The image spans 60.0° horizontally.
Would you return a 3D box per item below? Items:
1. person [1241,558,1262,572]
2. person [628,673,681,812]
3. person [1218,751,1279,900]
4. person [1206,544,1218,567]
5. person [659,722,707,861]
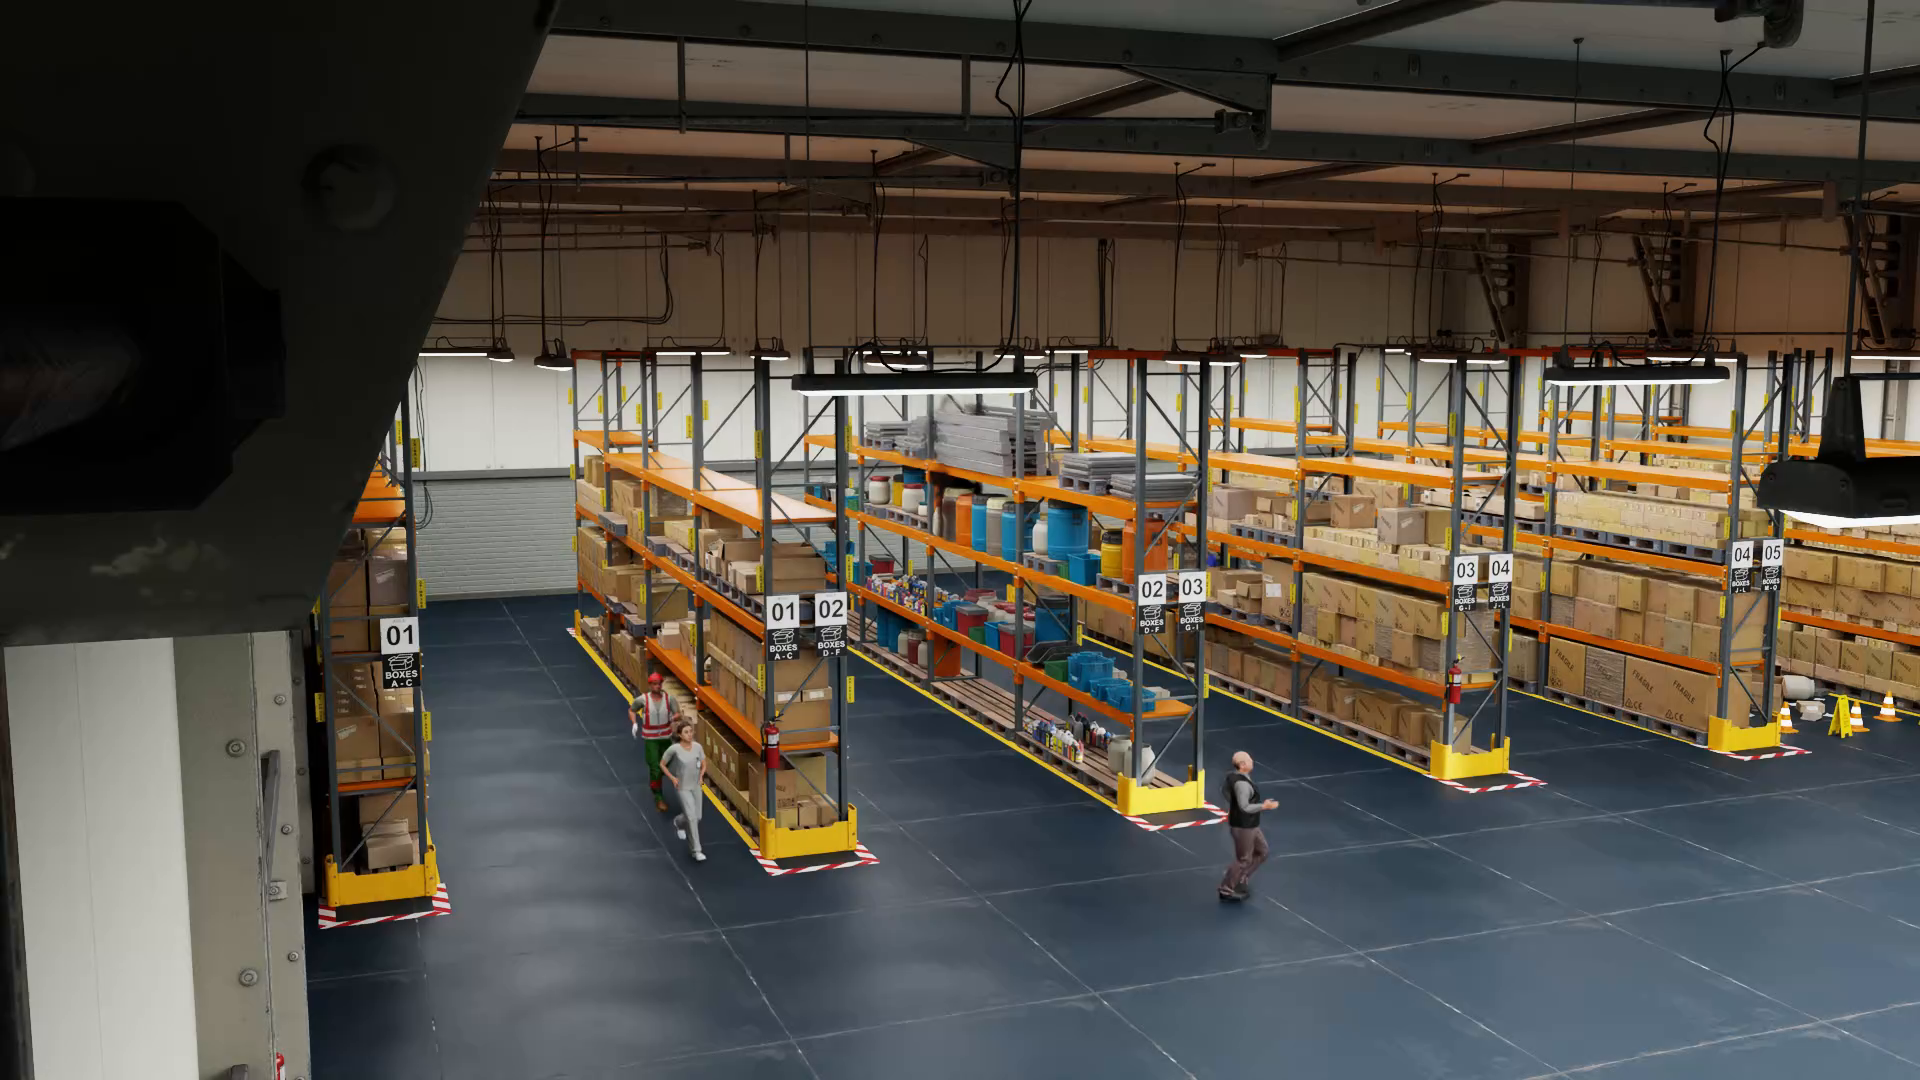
[{"bbox_3d":[7.273,0.284,42.000,0.789,1.703,0.609,-2,7,-14],"label":"person"},{"bbox_3d":[-4.053,2.653,22.257,0.659,1.773,1.003,-3,8,-26],"label":"person"},{"bbox_3d":[3.209,3.195,18.515,0.651,1.721,0.641,1,7,7],"label":"person"},{"bbox_3d":[5.540,0.899,37.324,0.567,1.624,0.578,-1,7,-9],"label":"person"},{"bbox_3d":[-3.319,3.006,20.139,0.571,1.644,0.842,-5,9,-34],"label":"person"}]
